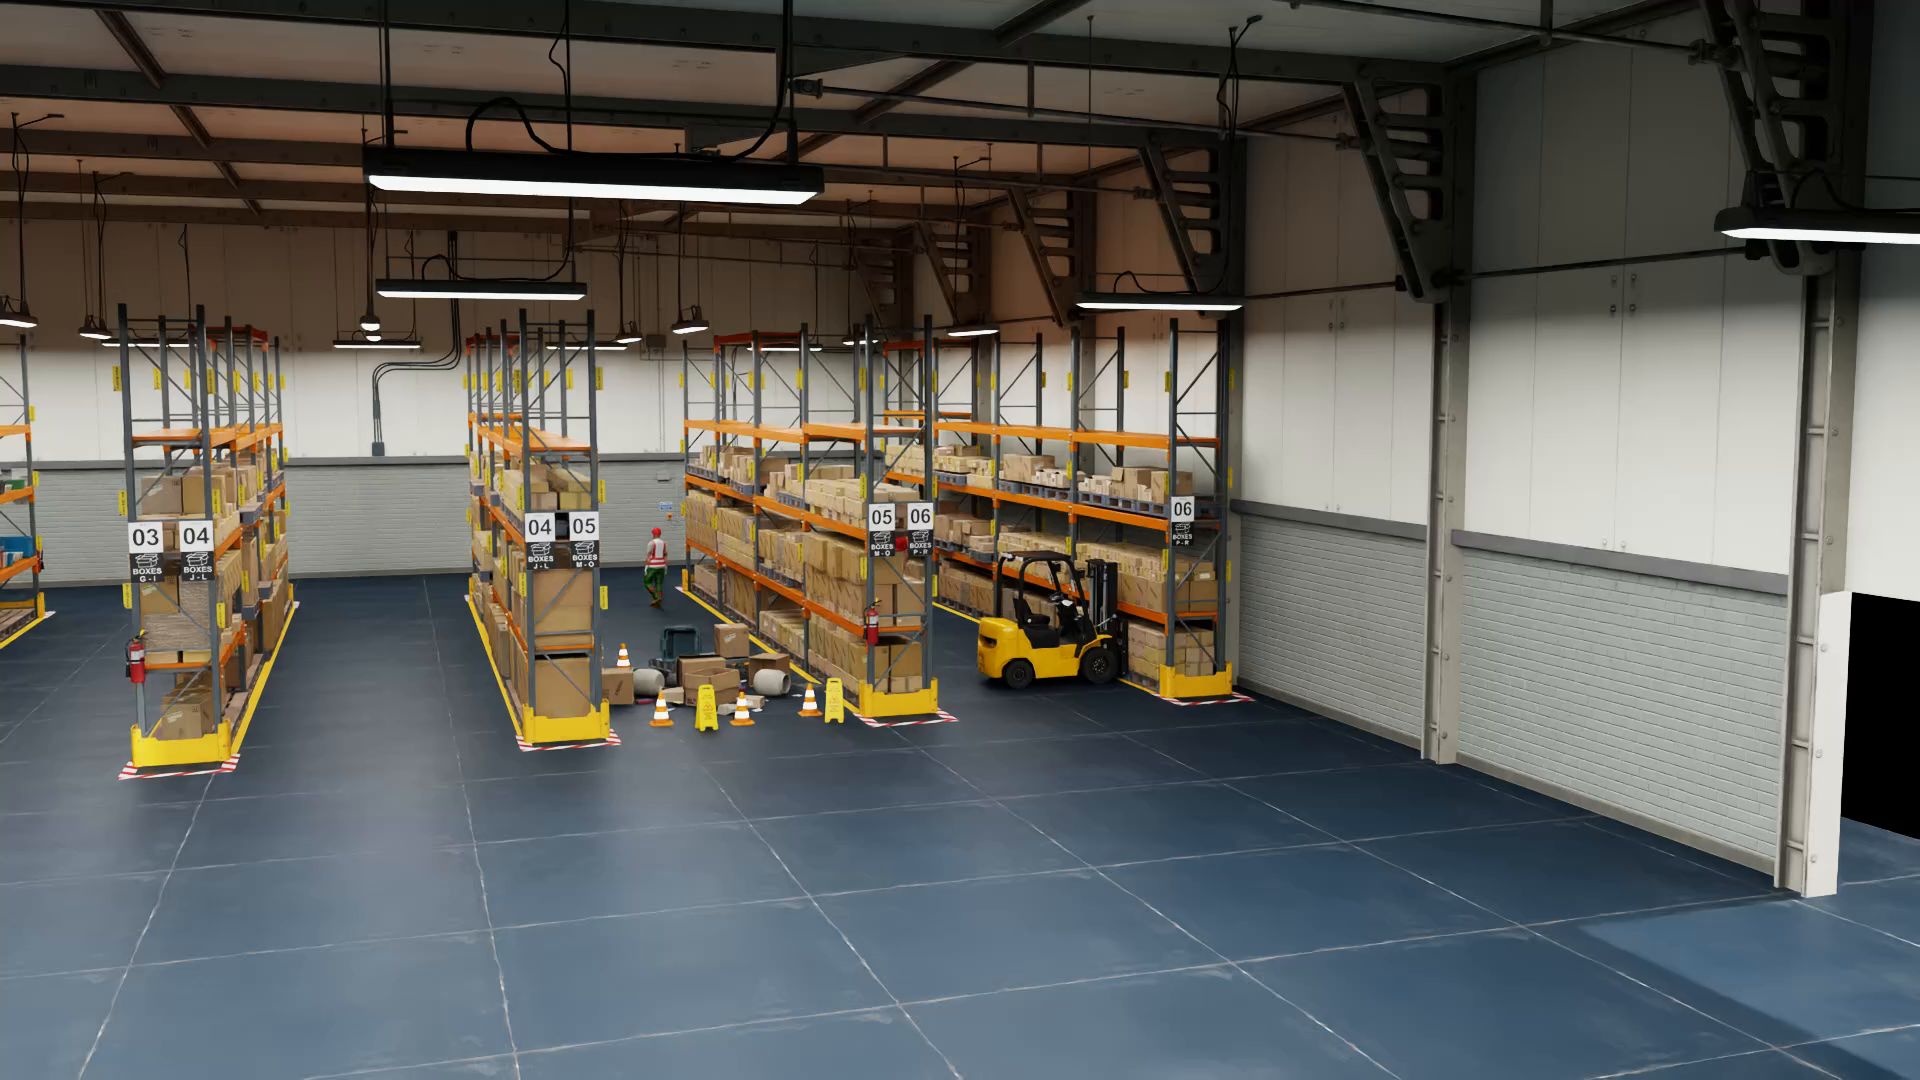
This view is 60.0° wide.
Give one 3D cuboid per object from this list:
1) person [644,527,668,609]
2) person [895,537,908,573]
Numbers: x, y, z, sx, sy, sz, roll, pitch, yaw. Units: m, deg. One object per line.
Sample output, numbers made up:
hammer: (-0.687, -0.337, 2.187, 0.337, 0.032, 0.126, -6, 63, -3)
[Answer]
person: (-6.691, 0.621, 36.742, 0.590, 1.782, 0.521, -5, 7, -41)
person: (-1.373, 0.530, 35.591, 0.580, 1.706, 0.500, -3, 6, -28)
